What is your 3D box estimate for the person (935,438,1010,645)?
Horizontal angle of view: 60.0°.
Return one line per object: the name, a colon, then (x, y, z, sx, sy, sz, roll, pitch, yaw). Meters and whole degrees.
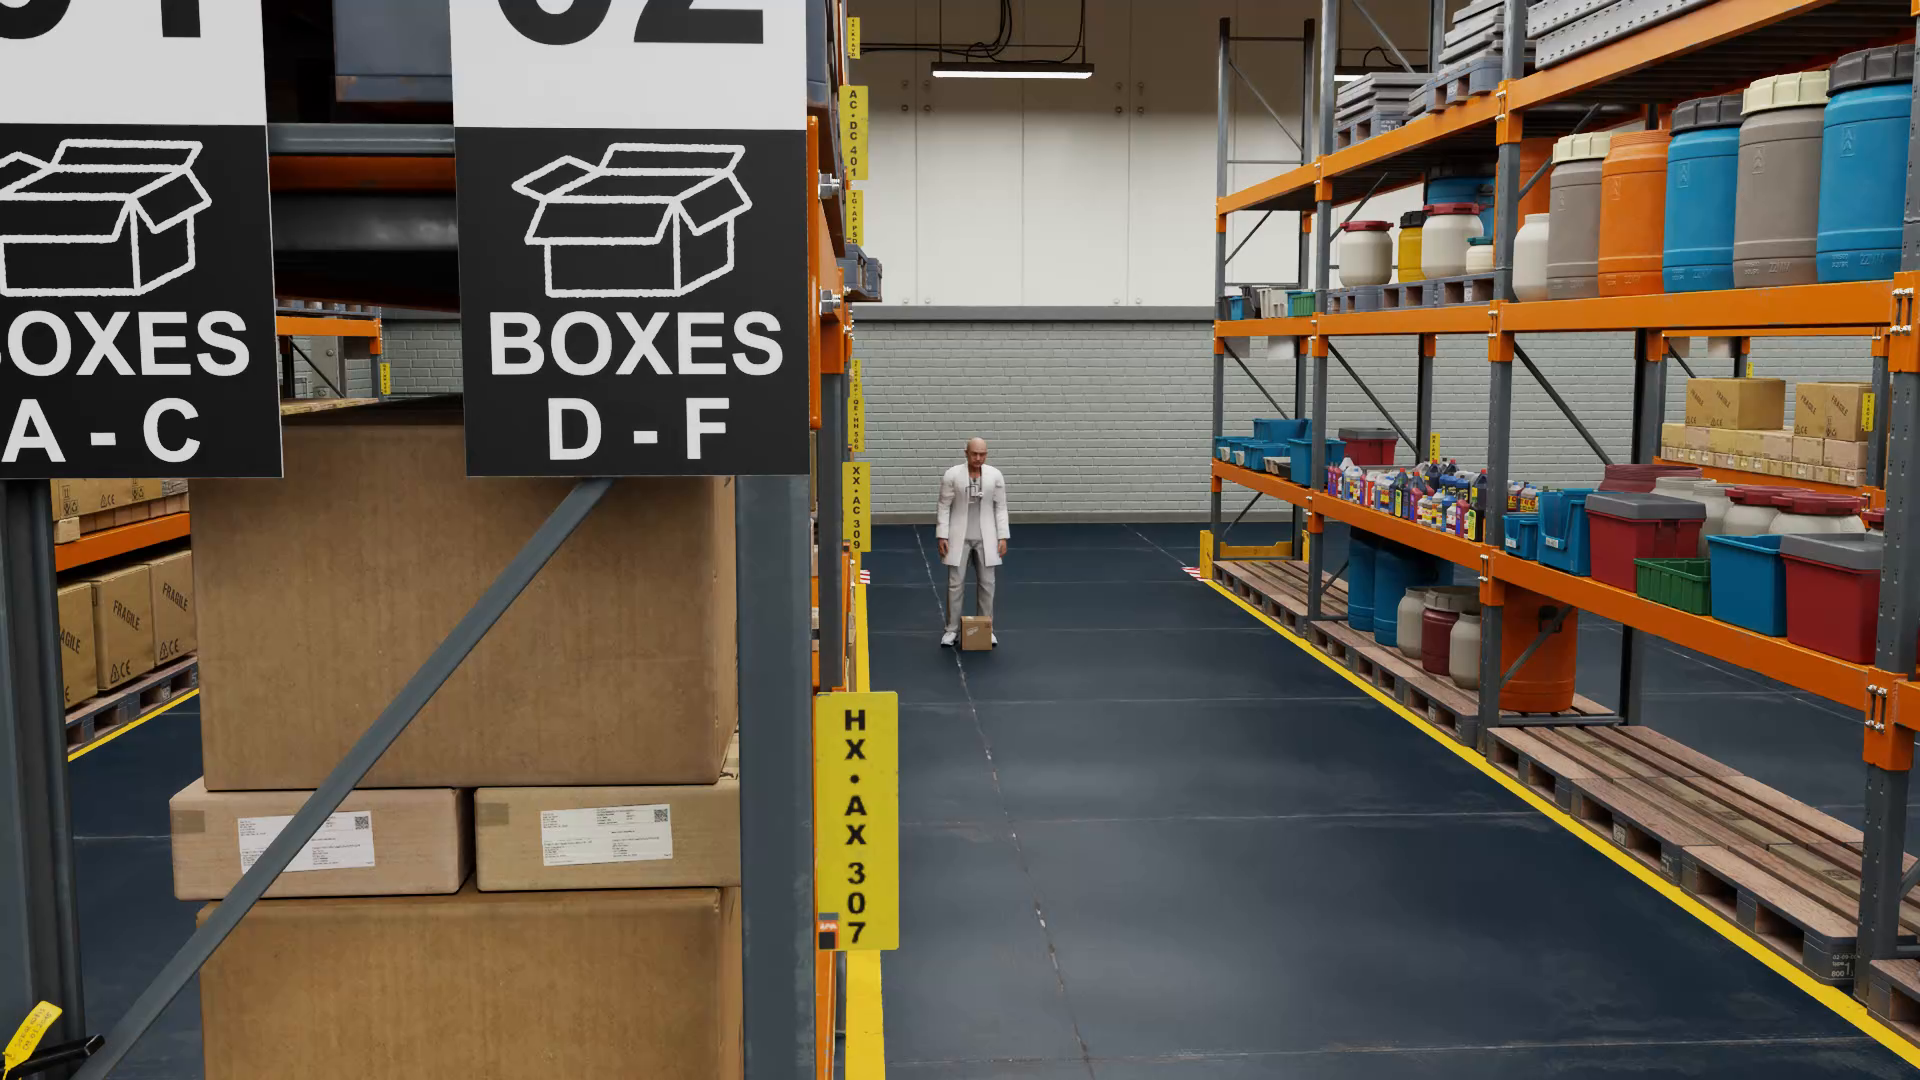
person: (0.108, 0.006, 14.260, 0.647, 1.772, 0.428, -1, 7, -7)
